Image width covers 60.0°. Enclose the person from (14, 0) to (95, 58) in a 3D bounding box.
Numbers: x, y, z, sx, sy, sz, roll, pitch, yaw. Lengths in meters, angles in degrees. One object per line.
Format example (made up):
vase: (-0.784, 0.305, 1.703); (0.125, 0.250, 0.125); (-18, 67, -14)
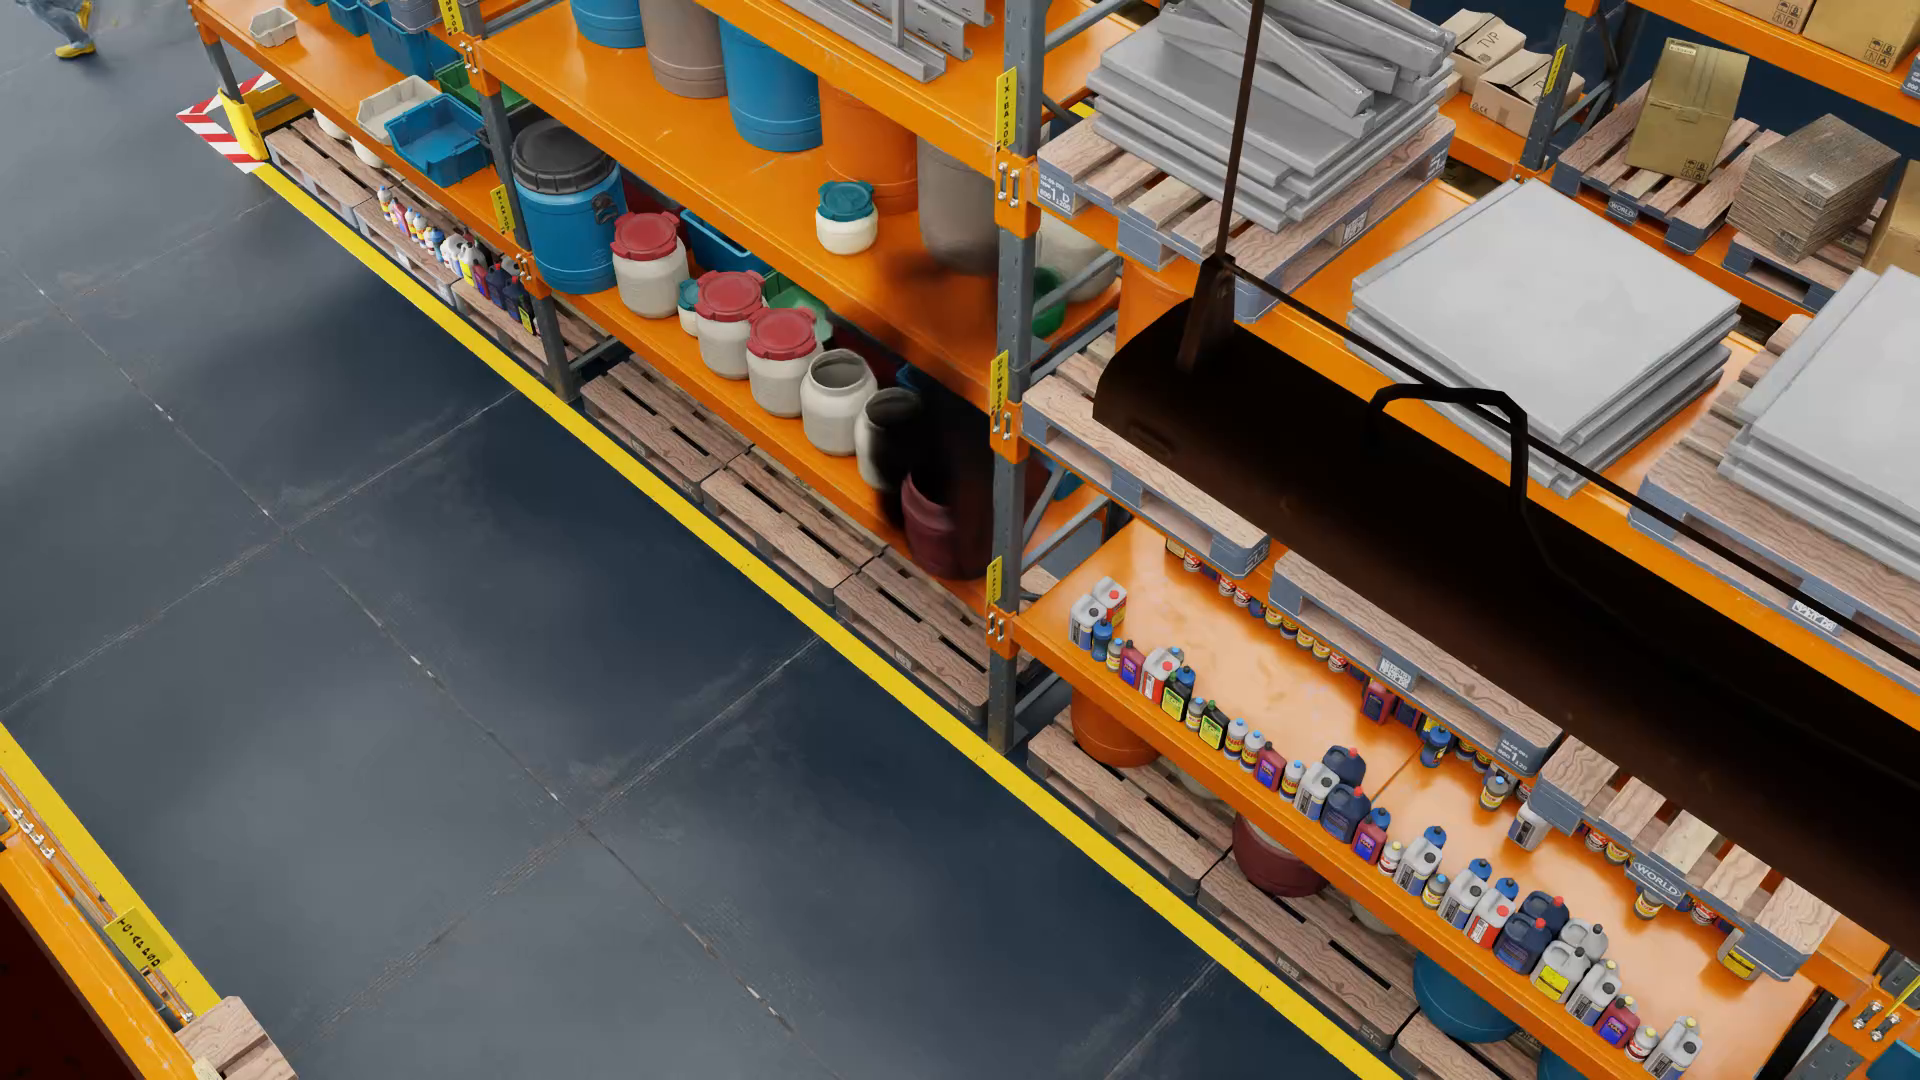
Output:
person: (-7.367, -4.594, 13.116); (0.576, 1.720, 0.707); (-13, 51, -11)
